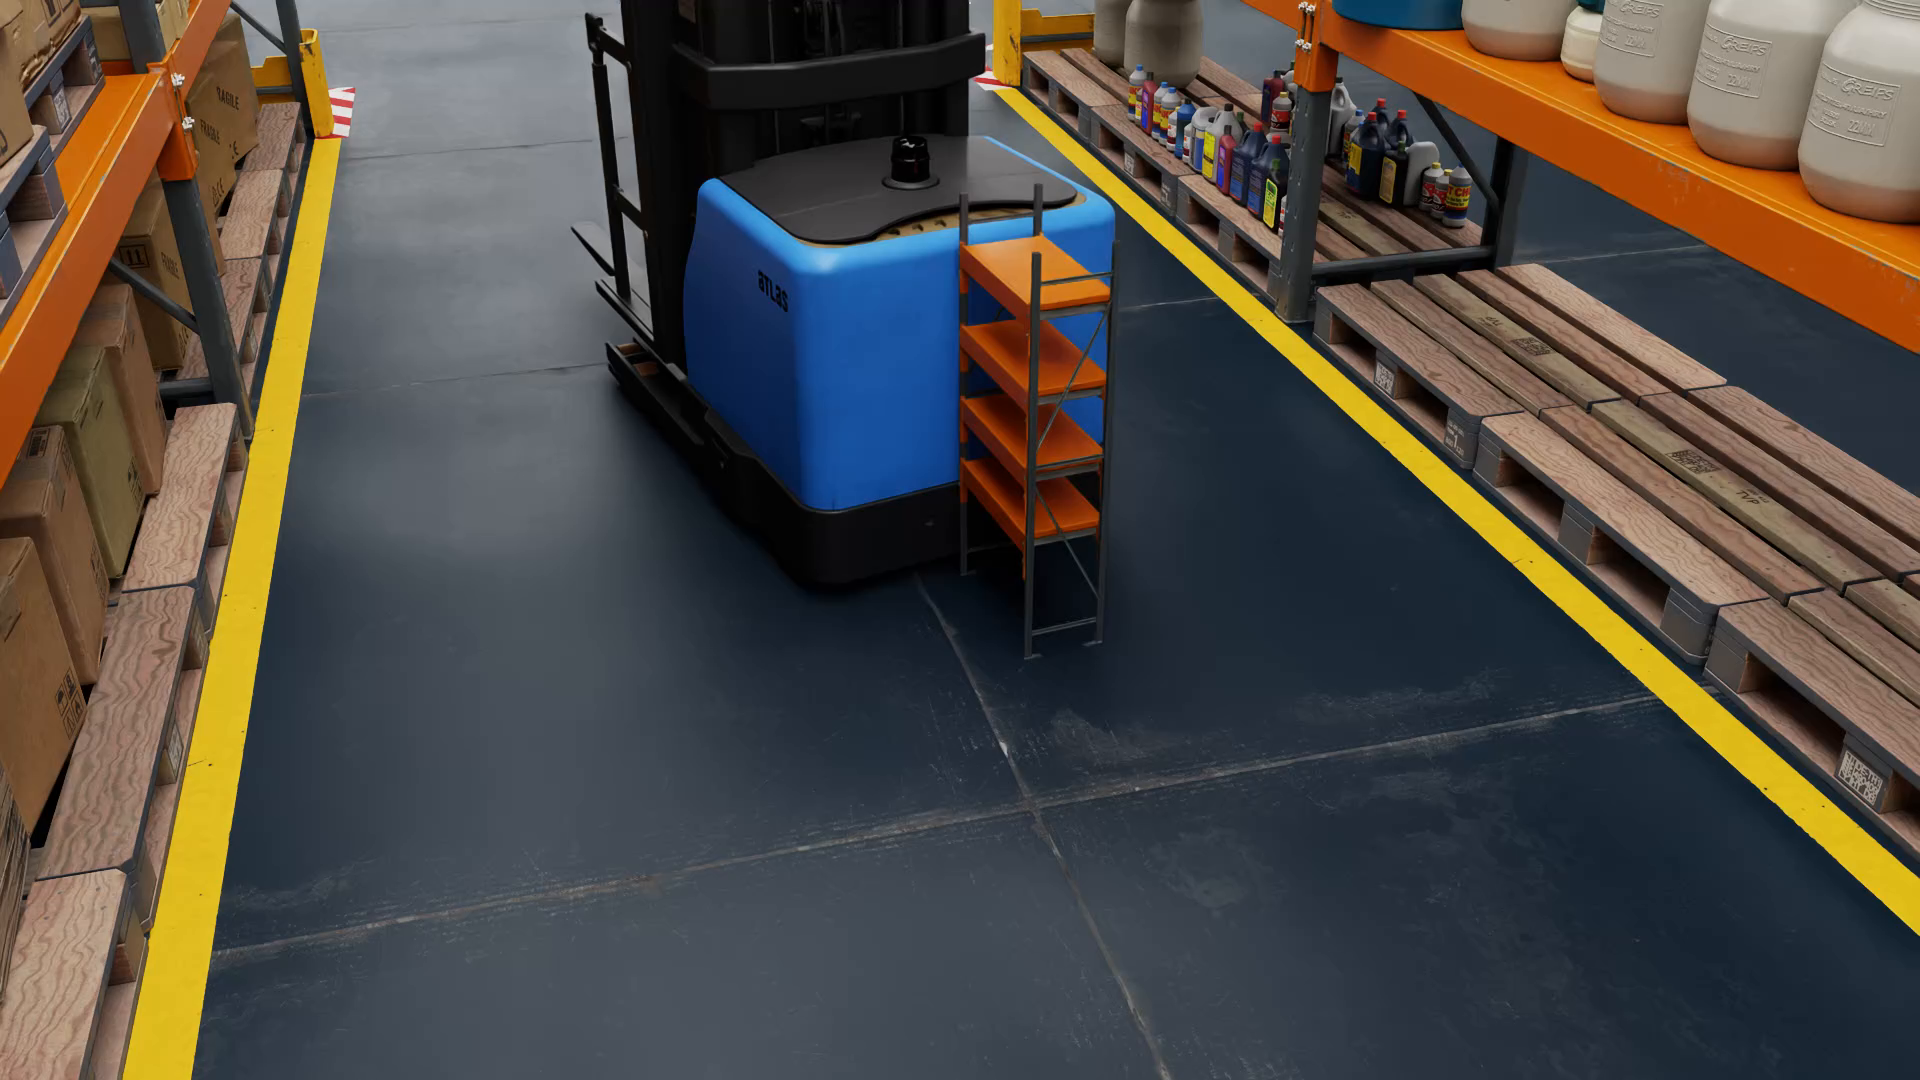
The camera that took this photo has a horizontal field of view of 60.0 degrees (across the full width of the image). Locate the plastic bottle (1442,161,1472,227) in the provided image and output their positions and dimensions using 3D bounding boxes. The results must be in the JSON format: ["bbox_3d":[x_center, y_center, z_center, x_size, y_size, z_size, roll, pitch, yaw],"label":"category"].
[{"bbox_3d":[2.130,-1.484,7.103,0.097,0.271,0.097,0,30,0],"label":"plastic bottle"}]

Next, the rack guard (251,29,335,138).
[{"bbox_3d":[-4.025,-2.417,8.926,1.175,0.500,0.348,-8,31,-13],"label":"rack guard"}]

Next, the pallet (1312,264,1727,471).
[{"bbox_3d":[2.037,-0.681,6.216,1.003,0.211,1.213,-8,31,-13],"label":"pallet"}]

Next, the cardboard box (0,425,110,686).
[{"bbox_3d":[-2.584,0.091,4.155,0.700,0.500,0.500,-11,32,-18],"label":"cardboard box"}]

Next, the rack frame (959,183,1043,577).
[{"bbox_3d":[0.112,-0.432,4.799,0.240,1.200,0.015,-11,32,-18],"label":"rack frame"}]

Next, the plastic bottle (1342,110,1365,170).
[{"bbox_3d":[1.852,-1.874,7.777,0.097,0.271,0.097,0,30,0],"label":"plastic bottle"}]

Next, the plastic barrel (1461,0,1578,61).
[{"bbox_3d":[1.834,-1.829,5.281,0.433,0.535,0.433,0,30,0],"label":"plastic barrel"}]

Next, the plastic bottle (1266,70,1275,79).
[{"bbox_3d":[1.640,-2.344,8.660,0.097,0.201,0.097,0,30,0],"label":"plastic bottle"}]

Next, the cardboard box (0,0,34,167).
[{"bbox_3d":[-2.435,-1.005,3.469,0.797,0.503,0.637,-5,30,-8],"label":"cardboard box"}]

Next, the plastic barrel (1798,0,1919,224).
[{"bbox_3d":[2.262,-1.050,3.959,0.421,0.512,0.421,0,30,0],"label":"plastic barrel"}]

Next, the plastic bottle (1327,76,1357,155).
[{"bbox_3d":[1.814,-2.047,7.998,0.144,0.351,0.185,-8,31,-14],"label":"plastic bottle"}]

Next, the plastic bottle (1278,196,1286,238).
[{"bbox_3d":[1.395,-1.375,6.985,0.097,0.201,0.097,0,30,0],"label":"plastic bottle"}]

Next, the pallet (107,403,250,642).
[{"bbox_3d":[-2.776,-0.021,5.075,1.003,0.211,1.213,-8,31,-13],"label":"pallet"}]

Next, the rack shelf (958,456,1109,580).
[{"bbox_3d":[0.201,-0.088,4.735,0.258,0.148,0.480,-11,32,-18],"label":"rack shelf"}]

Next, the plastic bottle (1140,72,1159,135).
[{"bbox_3d":[0.953,-2.180,8.294,0.061,0.283,0.133,-7,31,-12],"label":"plastic bottle"}]

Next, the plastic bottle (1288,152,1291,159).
[{"bbox_3d":[1.482,-1.598,7.221,0.144,0.351,0.185,-8,31,-13],"label":"plastic bottle"}]

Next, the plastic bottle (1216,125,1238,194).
[{"bbox_3d":[1.208,-1.715,7.491,0.061,0.283,0.133,-6,31,-10],"label":"plastic bottle"}]

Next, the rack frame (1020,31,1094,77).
[{"bbox_3d":[0.730,-4.194,9.501,1.000,3.000,0.127,-8,31,-13],"label":"rack frame"}]

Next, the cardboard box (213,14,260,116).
[{"bbox_3d":[-3.896,-2.331,8.360,0.500,0.500,0.500,-2,30,-4],"label":"cardboard box"}]

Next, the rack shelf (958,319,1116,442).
[{"bbox_3d":[0.201,-0.454,4.524,0.258,0.148,0.480,-11,32,-18],"label":"rack shelf"}]

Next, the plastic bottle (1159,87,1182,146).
[{"bbox_3d":[1.028,-2.072,8.121,0.097,0.271,0.097,0,30,0],"label":"plastic bottle"}]

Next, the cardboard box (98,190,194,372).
[{"bbox_3d":[-3.051,-0.902,5.890,0.500,0.500,0.500,-9,31,-15],"label":"cardboard box"}]

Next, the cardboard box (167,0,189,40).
[{"bbox_3d":[-2.805,-1.761,5.549,0.380,0.149,0.250,-8,31,-13],"label":"cardboard box"}]

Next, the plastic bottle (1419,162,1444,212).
[{"bbox_3d":[2.076,-1.552,7.291,0.097,0.201,0.097,0,30,0],"label":"plastic bottle"}]

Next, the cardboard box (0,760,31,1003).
[{"bbox_3d":[-2.279,0.633,3.218,0.700,0.500,0.500,-10,32,-17],"label":"cardboard box"}]

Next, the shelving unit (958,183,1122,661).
[{"bbox_3d":[0.201,-0.318,4.602,0.258,1.200,0.503,-11,32,-18],"label":"shelving unit"}]

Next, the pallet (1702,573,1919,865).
[{"bbox_3d":[2.685,0.498,4.180,1.003,0.211,1.213,-8,31,-13],"label":"pallet"}]

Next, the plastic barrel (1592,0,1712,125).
[{"bbox_3d":[2.029,-1.475,4.669,0.433,0.535,0.433,0,30,0],"label":"plastic barrel"}]

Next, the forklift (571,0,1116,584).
[{"bbox_3d":[-0.667,-1.850,5.521,1.130,2.935,3.031,-15,33,-24],"label":"forklift"}]

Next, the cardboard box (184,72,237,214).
[{"bbox_3d":[-3.556,-1.742,7.342,0.500,0.500,0.500,-5,30,-9],"label":"cardboard box"}]

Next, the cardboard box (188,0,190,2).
[{"bbox_3d":[-2.973,-1.997,5.957,0.380,0.149,0.250,-8,31,-13],"label":"cardboard box"}]

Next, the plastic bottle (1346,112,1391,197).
[{"bbox_3d":[1.838,-1.732,7.453,0.144,0.351,0.185,-8,31,-13],"label":"plastic bottle"}]

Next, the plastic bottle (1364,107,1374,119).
[{"bbox_3d":[1.924,-1.898,7.807,0.061,0.283,0.133,-6,31,-11],"label":"plastic bottle"}]

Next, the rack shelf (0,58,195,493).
[{"bbox_3d":[-2.453,-0.326,3.537,1.077,0.370,4.000,-8,31,-13],"label":"rack shelf"}]

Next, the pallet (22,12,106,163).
[{"bbox_3d":[-2.921,-1.132,4.403,1.003,0.211,1.213,-8,31,-13],"label":"pallet"}]

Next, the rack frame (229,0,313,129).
[{"bbox_3d":[-4.046,-3.535,8.363,1.000,3.000,0.127,-8,31,-13],"label":"rack frame"}]

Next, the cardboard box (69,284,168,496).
[{"bbox_3d":[-2.842,-0.412,5.024,0.700,0.500,0.500,-10,32,-17],"label":"cardboard box"}]

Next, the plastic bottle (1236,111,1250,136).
[{"bbox_3d":[1.298,-1.824,7.680,0.061,0.283,0.133,-8,31,-13],"label":"plastic bottle"}]

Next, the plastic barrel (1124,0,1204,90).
[{"bbox_3d":[1.111,-2.749,9.069,0.421,0.512,0.421,0,30,0],"label":"plastic barrel"}]

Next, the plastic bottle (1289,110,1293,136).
[{"bbox_3d":[1.660,-2.035,8.126,0.097,0.201,0.097,0,30,0],"label":"plastic bottle"}]

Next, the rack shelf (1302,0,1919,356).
[{"bbox_3d":[2.322,-0.985,4.675,1.077,0.370,4.000,-8,31,-13],"label":"rack shelf"}]

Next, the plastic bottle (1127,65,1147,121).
[{"bbox_3d":[0.911,-2.286,8.490,0.097,0.271,0.097,0,30,0],"label":"plastic bottle"}]

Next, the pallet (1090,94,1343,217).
[{"bbox_3d":[1.326,-1.975,8.452,1.003,0.211,1.213,-8,31,-13],"label":"pallet"}]

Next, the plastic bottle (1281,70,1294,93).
[{"bbox_3d":[1.680,-2.251,8.425,0.152,0.276,0.135,-8,31,-13],"label":"plastic bottle"}]

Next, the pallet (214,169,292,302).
[{"bbox_3d":[-3.524,-1.306,7.296,1.003,0.211,1.213,-8,31,-13],"label":"pallet"}]

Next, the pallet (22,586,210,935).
[{"bbox_3d":[-2.448,0.570,4.055,1.003,0.211,1.213,-8,31,-13],"label":"pallet"}]

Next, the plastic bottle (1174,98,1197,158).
[{"bbox_3d":[1.082,-1.975,7.951,0.097,0.271,0.097,0,30,0],"label":"plastic bottle"}]

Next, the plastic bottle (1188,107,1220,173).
[{"bbox_3d":[1.167,-1.874,7.773,0.152,0.276,0.135,-7,31,-12],"label":"plastic bottle"}]

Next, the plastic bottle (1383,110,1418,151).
[{"bbox_3d":[1.977,-1.751,7.486,0.144,0.351,0.185,-7,31,-12],"label":"plastic bottle"}]

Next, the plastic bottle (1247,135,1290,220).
[{"bbox_3d":[1.343,-1.579,7.188,0.144,0.351,0.185,-9,31,-15],"label":"plastic bottle"}]
